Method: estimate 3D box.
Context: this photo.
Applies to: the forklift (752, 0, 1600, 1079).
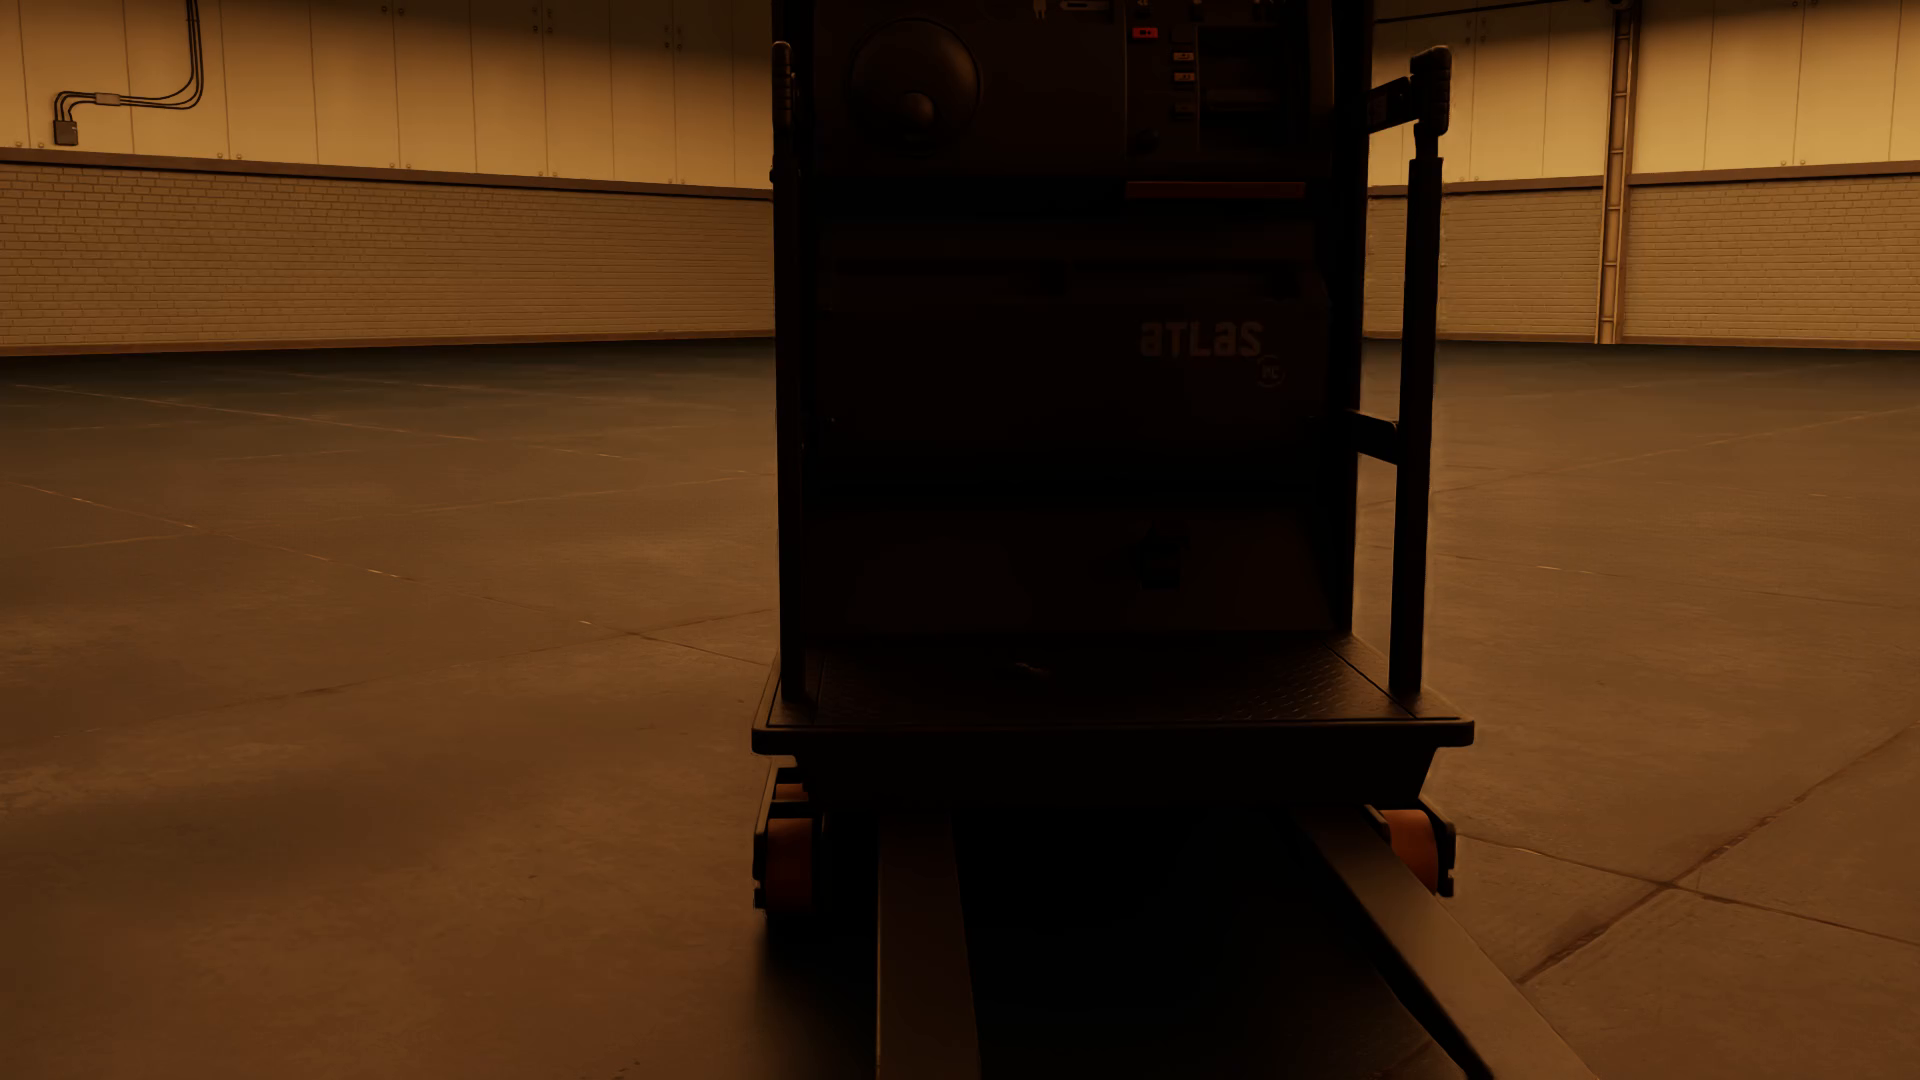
[{"bbox_3d":[0.215,-0.889,2.774,1.130,2.935,3.031,0,9,-3],"label":"forklift"}]
